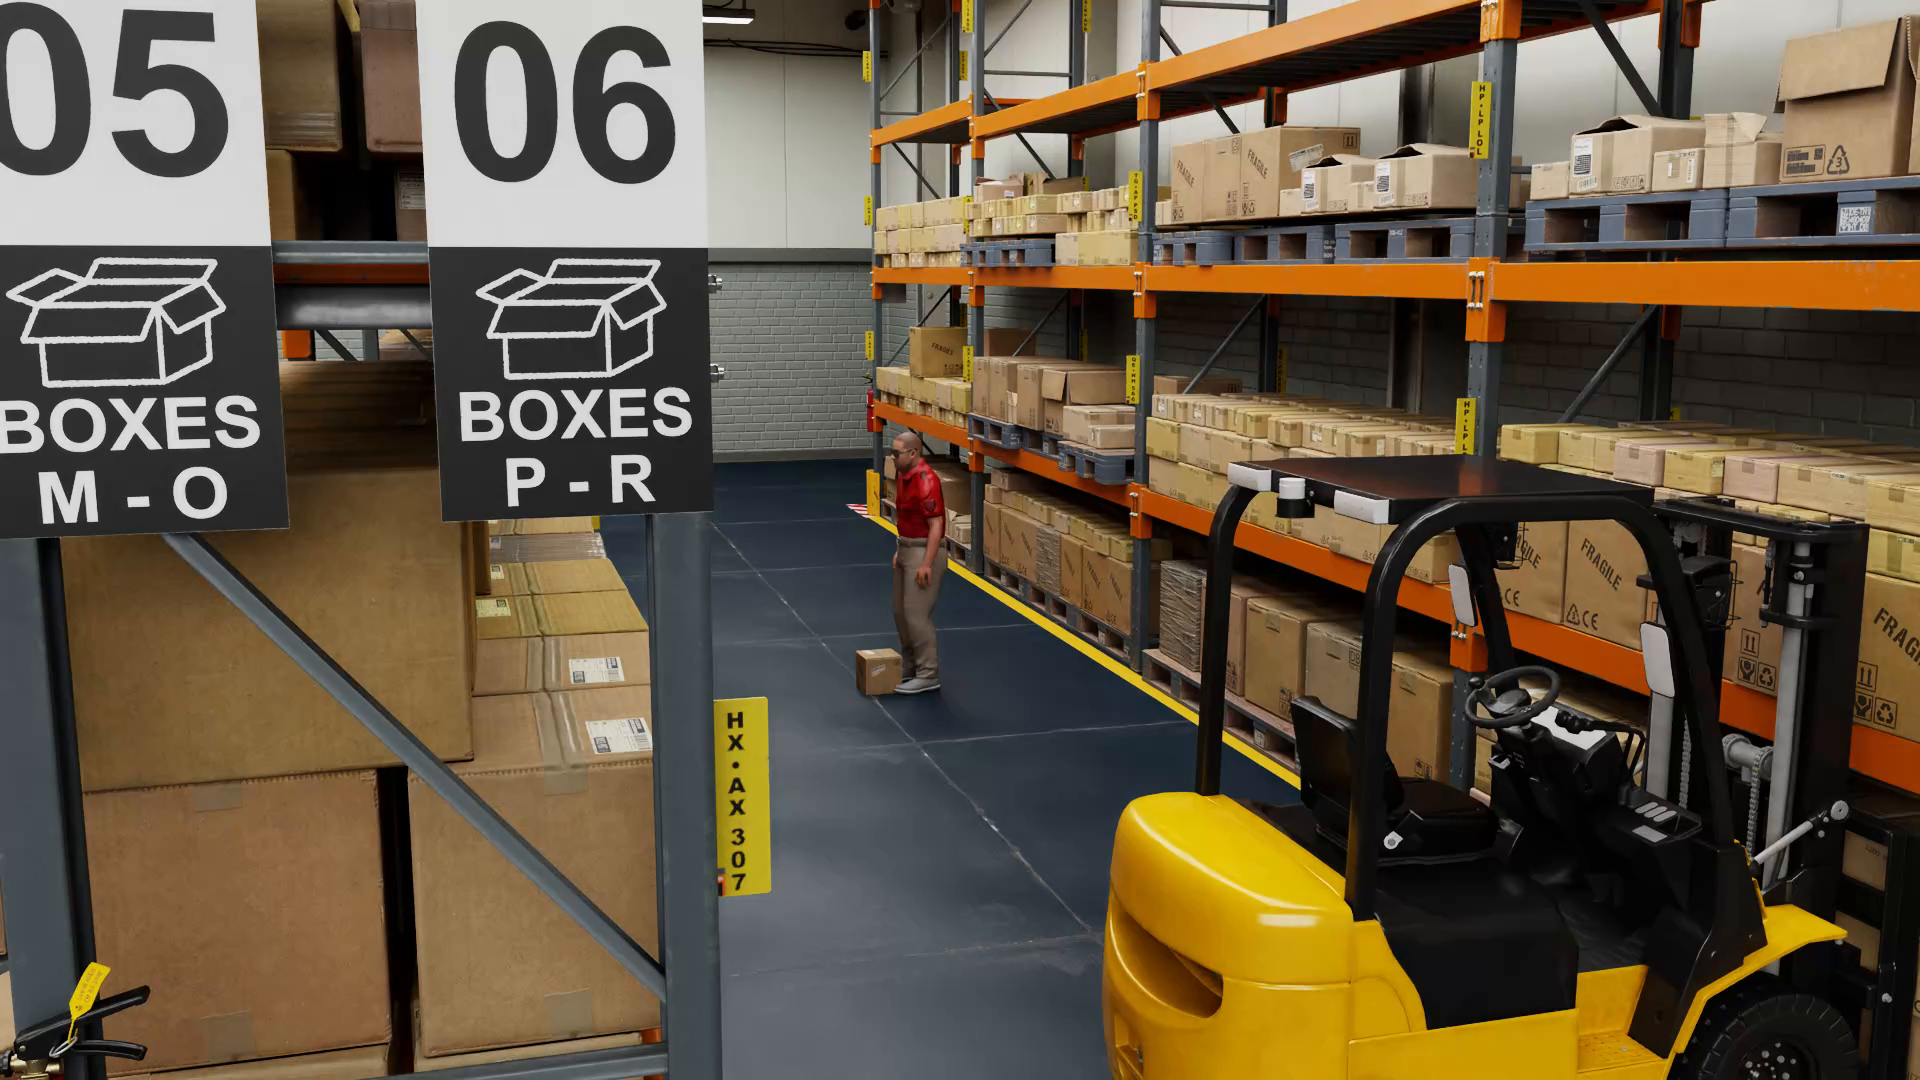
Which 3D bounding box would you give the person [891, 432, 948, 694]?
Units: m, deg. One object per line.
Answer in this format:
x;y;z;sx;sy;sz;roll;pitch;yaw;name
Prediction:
-0.298;0.138;11.065;0.394;1.726;0.604;-3;10;-20;person
